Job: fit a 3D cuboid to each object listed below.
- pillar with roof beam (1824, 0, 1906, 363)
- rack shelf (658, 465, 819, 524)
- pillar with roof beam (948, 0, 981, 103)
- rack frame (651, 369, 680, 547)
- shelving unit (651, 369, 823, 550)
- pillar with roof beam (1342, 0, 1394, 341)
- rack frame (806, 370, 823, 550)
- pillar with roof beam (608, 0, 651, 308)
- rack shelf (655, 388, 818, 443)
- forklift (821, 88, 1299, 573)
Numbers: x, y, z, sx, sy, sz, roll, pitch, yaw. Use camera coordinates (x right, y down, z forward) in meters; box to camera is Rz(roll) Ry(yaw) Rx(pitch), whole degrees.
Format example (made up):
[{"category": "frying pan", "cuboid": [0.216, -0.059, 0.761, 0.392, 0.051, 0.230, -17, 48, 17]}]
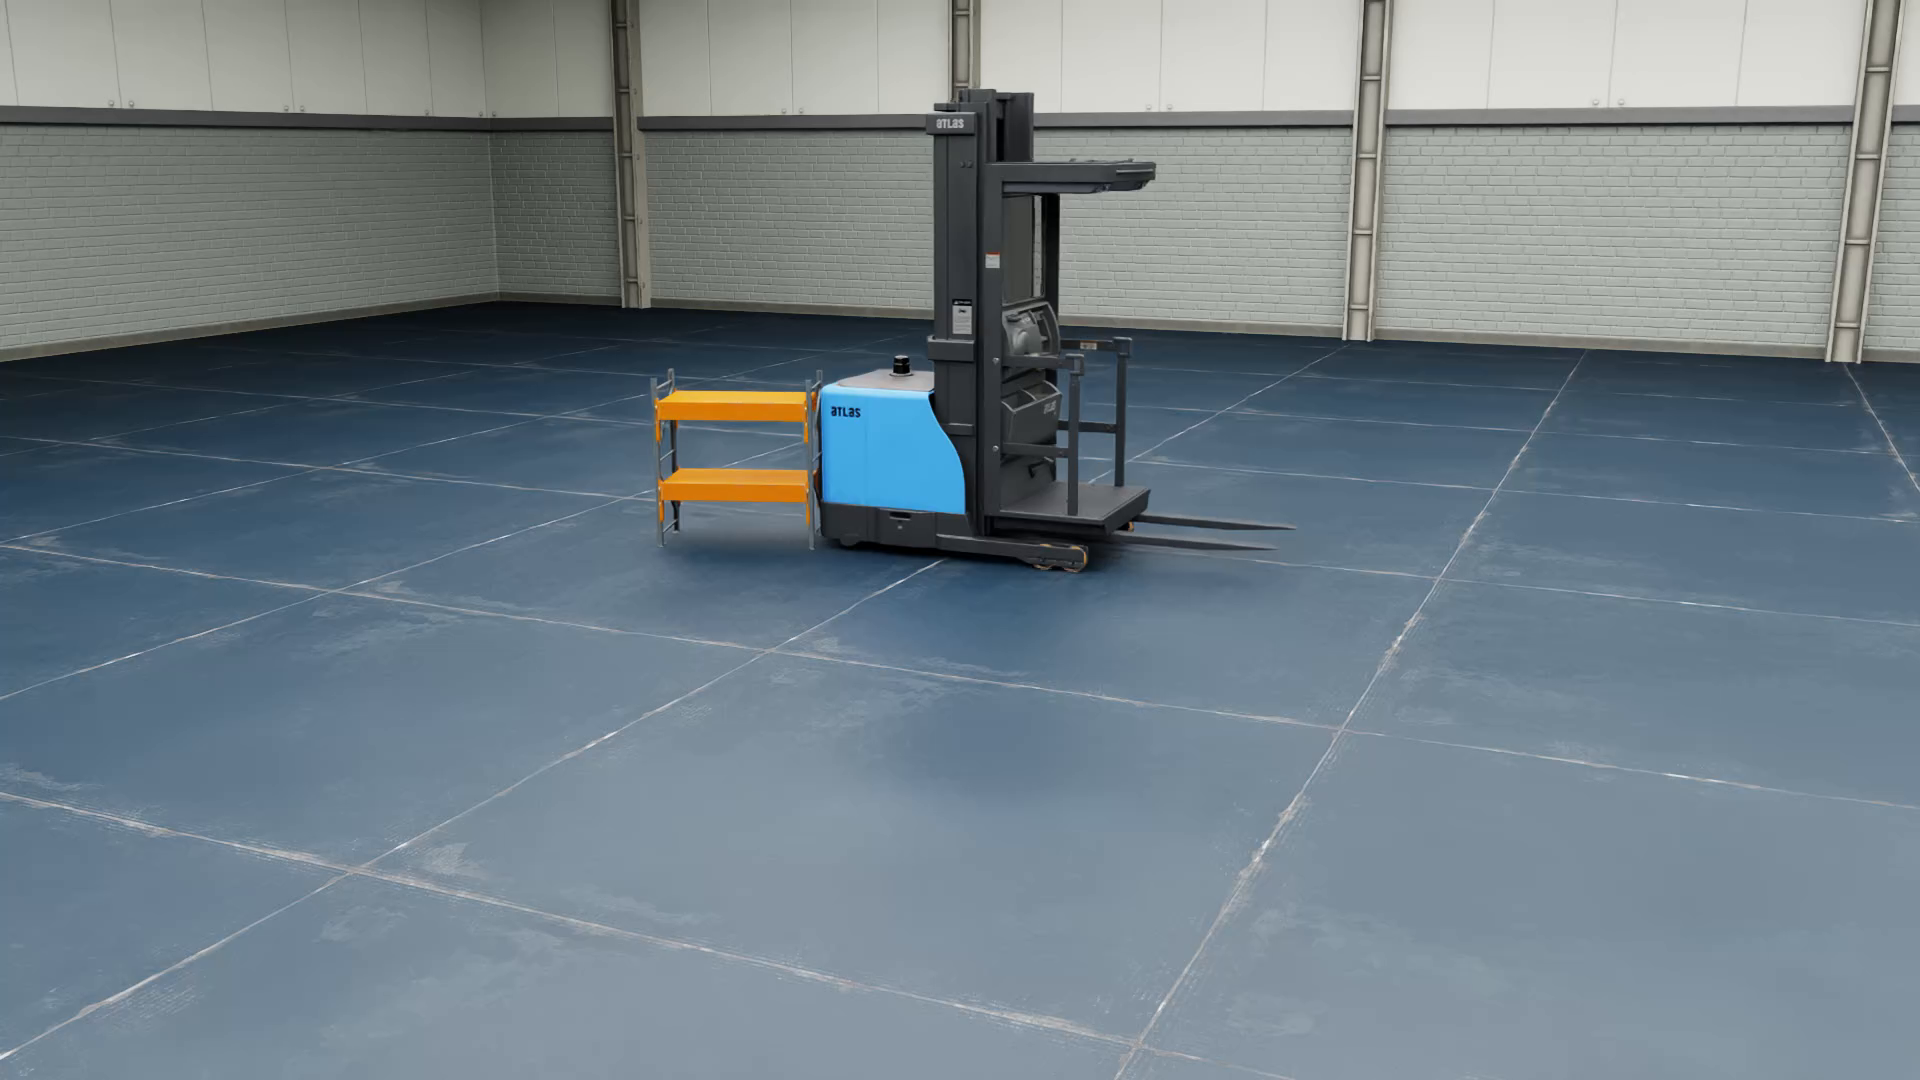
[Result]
[{"category": "pillar with roof beam", "cuboid": [9.292, -5.721, 15.937, 0.400, 9.000, 9.100, 6, 14, 23]}, {"category": "rack shelf", "cuboid": [-1.470, -0.310, 11.186, 1.000, 0.278, 0.538, 1, 13, 4]}, {"category": "pillar with roof beam", "cuboid": [-1.680, -6.831, 20.669, 0.400, 9.000, 9.100, 6, 14, 23]}, {"category": "rack frame", "cuboid": [-1.976, -0.557, 11.167, 0.032, 1.125, 0.500, 1, 13, 4]}, {"category": "shelving unit", "cuboid": [-1.470, -0.548, 11.130, 1.048, 1.125, 0.538, 1, 13, 4]}, {"category": "pillar with roof beam", "cuboid": [3.806, -6.276, 18.303, 0.400, 9.000, 9.100, 6, 14, 23]}, {"category": "rack frame", "cuboid": [-0.963, -0.540, 11.093, 0.032, 1.125, 0.500, 1, 13, 4]}, {"category": "pillar with roof beam", "cuboid": [-7.165, -7.386, 23.035, 0.400, 9.000, 9.100, 6, 14, 23]}, {"category": "rack shelf", "cuboid": [-1.470, -0.833, 11.063, 1.000, 0.278, 0.538, 1, 13, 4]}, {"category": "forklift", "cuboid": [0.642, -1.357, 10.624, 3.031, 2.935, 1.130, 5, 14, 22]}]
